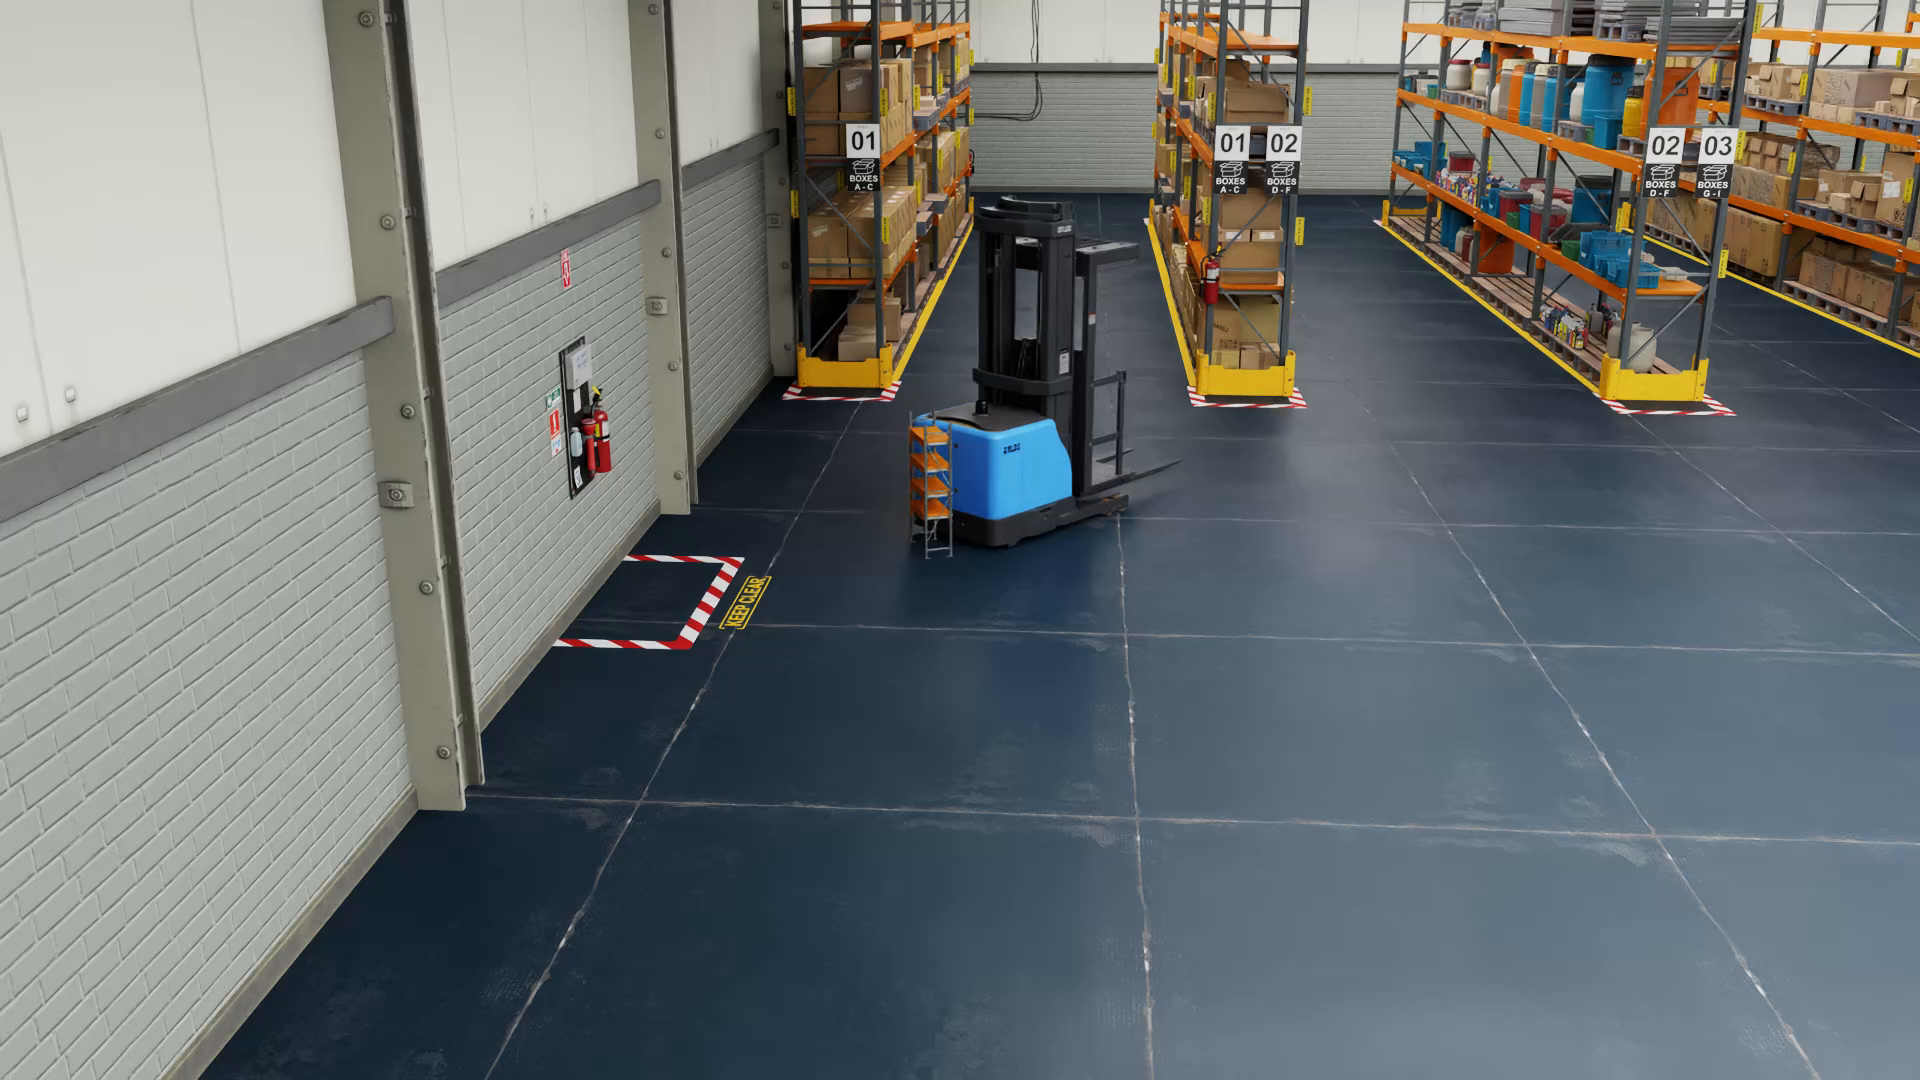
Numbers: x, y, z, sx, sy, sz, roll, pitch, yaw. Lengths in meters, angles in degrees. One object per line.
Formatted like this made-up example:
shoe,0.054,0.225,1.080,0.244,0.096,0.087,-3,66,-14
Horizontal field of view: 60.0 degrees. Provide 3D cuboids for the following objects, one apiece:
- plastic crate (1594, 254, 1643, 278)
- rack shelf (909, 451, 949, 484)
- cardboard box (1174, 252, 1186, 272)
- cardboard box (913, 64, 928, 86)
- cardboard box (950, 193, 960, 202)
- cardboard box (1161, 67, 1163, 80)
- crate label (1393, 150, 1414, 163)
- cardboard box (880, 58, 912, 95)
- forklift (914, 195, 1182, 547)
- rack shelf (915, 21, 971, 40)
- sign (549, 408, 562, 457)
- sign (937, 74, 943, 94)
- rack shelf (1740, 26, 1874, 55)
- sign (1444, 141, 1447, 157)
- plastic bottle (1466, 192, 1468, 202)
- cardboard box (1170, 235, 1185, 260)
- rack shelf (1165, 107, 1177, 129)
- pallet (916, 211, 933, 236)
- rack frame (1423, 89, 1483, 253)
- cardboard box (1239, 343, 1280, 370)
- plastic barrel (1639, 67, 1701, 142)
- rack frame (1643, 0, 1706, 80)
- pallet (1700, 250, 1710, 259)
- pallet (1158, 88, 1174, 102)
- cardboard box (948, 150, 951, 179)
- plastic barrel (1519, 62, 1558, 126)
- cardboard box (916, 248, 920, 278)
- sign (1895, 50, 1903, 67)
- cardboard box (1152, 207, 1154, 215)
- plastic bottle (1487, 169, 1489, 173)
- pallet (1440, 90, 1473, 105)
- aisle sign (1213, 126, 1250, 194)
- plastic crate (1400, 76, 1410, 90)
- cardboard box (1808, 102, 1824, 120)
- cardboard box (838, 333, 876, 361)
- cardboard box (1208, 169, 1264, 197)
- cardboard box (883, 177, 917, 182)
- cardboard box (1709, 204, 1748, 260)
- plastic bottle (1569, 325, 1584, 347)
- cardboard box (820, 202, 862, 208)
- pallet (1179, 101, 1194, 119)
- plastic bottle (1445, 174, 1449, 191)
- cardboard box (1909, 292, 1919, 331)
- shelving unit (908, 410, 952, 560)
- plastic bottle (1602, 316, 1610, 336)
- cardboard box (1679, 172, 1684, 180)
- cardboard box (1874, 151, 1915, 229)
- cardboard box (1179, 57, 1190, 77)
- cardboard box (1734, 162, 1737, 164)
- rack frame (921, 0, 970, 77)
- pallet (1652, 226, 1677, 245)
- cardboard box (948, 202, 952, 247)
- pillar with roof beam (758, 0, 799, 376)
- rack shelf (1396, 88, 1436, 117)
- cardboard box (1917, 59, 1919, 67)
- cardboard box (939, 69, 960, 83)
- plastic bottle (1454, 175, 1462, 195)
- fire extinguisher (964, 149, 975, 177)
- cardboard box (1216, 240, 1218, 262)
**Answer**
plastic crate,8.223,-3.429,20.810,0.499,0.251,0.408,1,18,4
rack shelf,-0.258,-0.634,14.430,0.258,0.148,0.480,-5,19,-16
cardboard box,3.668,-4.414,26.418,0.500,0.311,0.500,1,18,2
cardboard box,-0.911,-7.842,28.353,0.700,0.500,0.500,0,18,1
cardboard box,-0.188,-6.899,33.457,0.380,0.149,0.250,1,18,2
cardboard box,4.232,-9.189,32.771,0.500,0.250,0.500,1,18,4
crate label,9.235,-7.985,34.647,0.416,0.233,0.303,1,18,4
cardboard box,-0.926,-6.396,23.008,0.500,0.500,0.500,0,18,-1
forklift,0.952,-1.711,15.439,1.130,2.935,3.031,16,24,40
rack shelf,-0.444,-10.024,32.862,1.077,0.370,4.000,1,18,4
sign,-3.048,-0.811,12.525,0.001,0.329,0.234,1,18,4
sign,-0.333,-7.500,27.348,0.100,0.325,0.005,1,18,4
rack shelf,14.091,-8.450,28.058,1.077,0.370,4.000,1,18,4
sign,10.131,-8.176,34.795,0.100,0.325,0.005,1,18,4
plastic bottle,8.675,-5.859,28.307,0.097,0.201,0.097,0,18,0
cardboard box,3.900,-5.049,28.824,0.500,0.500,0.500,2,18,6
rack shelf,4.210,-7.437,29.141,1.077,0.370,4.000,1,18,4
pallet,-0.961,-4.743,24.887,1.003,0.211,1.213,1,18,4
rack frame,9.294,-6.863,31.051,1.000,3.000,0.127,1,18,4
cardboard box,3.754,-2.302,20.874,0.500,0.250,0.500,1,18,4
plastic barrel,8.342,-5.119,19.547,0.600,0.830,0.708,1,18,4
rack frame,14.521,-10.846,33.571,1.000,3.000,0.127,1,18,4
pallet,14.254,-5.186,30.411,1.003,0.211,1.213,1,18,4
pallet,4.237,-8.110,30.341,1.213,0.211,1.003,1,18,4
cardboard box,-0.440,-6.819,30.246,0.500,0.500,0.500,1,18,4
plastic barrel,8.634,-6.611,24.660,0.600,0.901,0.708,1,18,4
cardboard box,-1.027,-4.481,27.089,0.700,0.500,0.500,1,18,4
sign,18.920,-9.706,33.505,0.100,0.325,0.005,1,18,4
cardboard box,4.268,-6.949,35.185,0.380,0.149,0.250,1,18,4
plastic bottle,9.555,-6.547,30.165,0.144,0.351,0.185,1,18,4
pallet,9.335,-7.953,29.864,1.213,0.211,1.003,1,18,4
aisle sign,3.196,-4.469,19.571,0.394,0.787,0.004,1,18,4
plastic crate,9.275,-9.355,34.050,0.497,0.269,0.590,1,18,4
cardboard box,13.660,-6.724,26.050,0.500,0.250,0.500,2,18,5
cardboard box,-1.308,-2.502,21.352,0.500,0.311,0.500,-1,18,-2
cardboard box,3.683,-4.704,22.217,0.700,0.500,0.500,1,18,4
cardboard box,-1.043,-5.187,25.068,0.700,0.500,0.500,3,18,10
cardboard box,14.145,-5.466,29.524,1.225,0.875,0.875,1,18,2
plastic bottle,8.174,-2.709,22.040,0.152,0.276,0.135,1,18,4
cardboard box,-1.547,-4.120,21.683,0.500,0.500,0.500,1,18,2
pallet,4.107,-6.855,26.514,1.213,0.211,1.003,2,18,6
plastic bottle,8.779,-6.427,29.909,0.061,0.283,0.133,1,18,4
cardboard box,13.592,-3.156,23.078,0.500,0.500,0.500,1,18,2
shelving unit,-0.258,-0.486,14.479,0.258,1.200,0.503,-5,19,-16
plastic bottle,8.821,-2.925,22.687,0.061,0.283,0.133,1,18,4
cardboard box,13.985,-6.975,31.795,0.380,0.149,0.250,2,18,5
cardboard box,13.857,-4.996,23.715,1.000,1.000,1.000,1,18,4
cardboard box,4.151,-8.126,29.091,0.600,0.600,0.600,1,18,2
cardboard box,13.917,-6.507,29.802,0.500,0.500,0.500,1,18,4
rack frame,-0.301,-11.177,34.583,1.000,3.000,0.127,1,18,4
pallet,14.452,-6.042,33.023,1.003,0.211,1.213,1,18,4
cardboard box,-0.565,-5.781,30.527,0.750,0.750,0.750,2,18,6
pillar with roof beam,2.034,-6.349,19.847,9.100,9.000,0.400,1,18,4
rack shelf,9.437,-8.568,32.592,1.077,0.370,4.000,1,18,4
cardboard box,19.082,-9.377,32.703,0.380,0.149,0.250,1,18,4
cardboard box,-0.275,-8.894,31.838,0.500,0.250,0.500,1,18,4
plastic bottle,8.769,-6.235,29.213,0.144,0.351,0.185,1,18,4
fire extinguisher,0.170,-8.149,35.699,0.296,0.674,0.183,1,18,4
cardboard box,3.573,-3.603,20.942,0.700,0.500,0.500,2,18,5
